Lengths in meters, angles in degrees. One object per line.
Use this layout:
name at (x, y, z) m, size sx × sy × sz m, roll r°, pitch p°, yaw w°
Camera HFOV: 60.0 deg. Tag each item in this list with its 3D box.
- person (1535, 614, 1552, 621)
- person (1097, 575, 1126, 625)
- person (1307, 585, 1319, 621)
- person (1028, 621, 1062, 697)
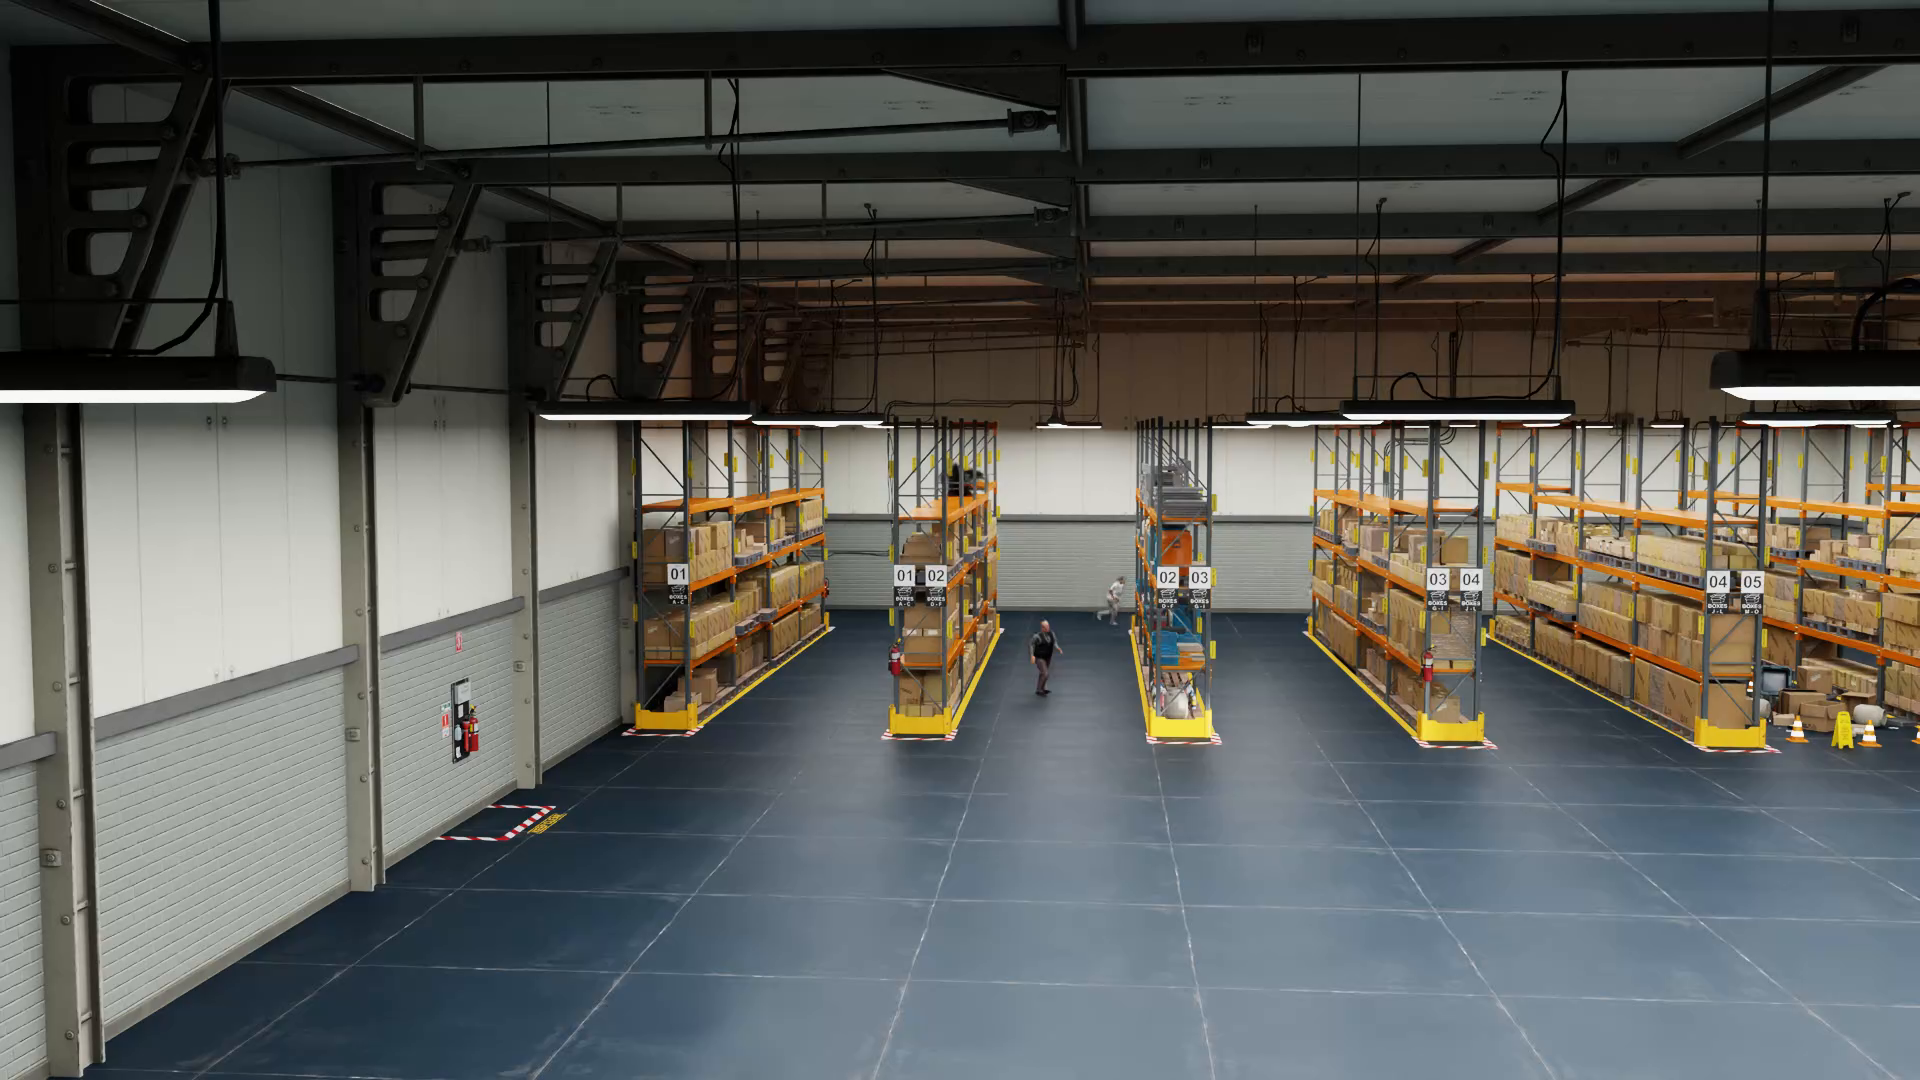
person at (16.607, 1.829, 47.150) m, size 0.743 × 1.730 × 0.590 m, roll 0°, pitch 4°, yaw -2°
person at (4.497, 1.774, 49.266) m, size 0.947 × 1.489 × 0.576 m, roll 2°, pitch 4°, yaw 29°
person at (10.623, 1.779, 48.855) m, size 0.680 × 1.555 × 1.177 m, roll -1°, pitch 4°, yaw -20°
person at (1.842, 2.582, 35.962) m, size 0.676 × 1.688 × 0.835 m, roll -4°, pitch 5°, yaw -45°
